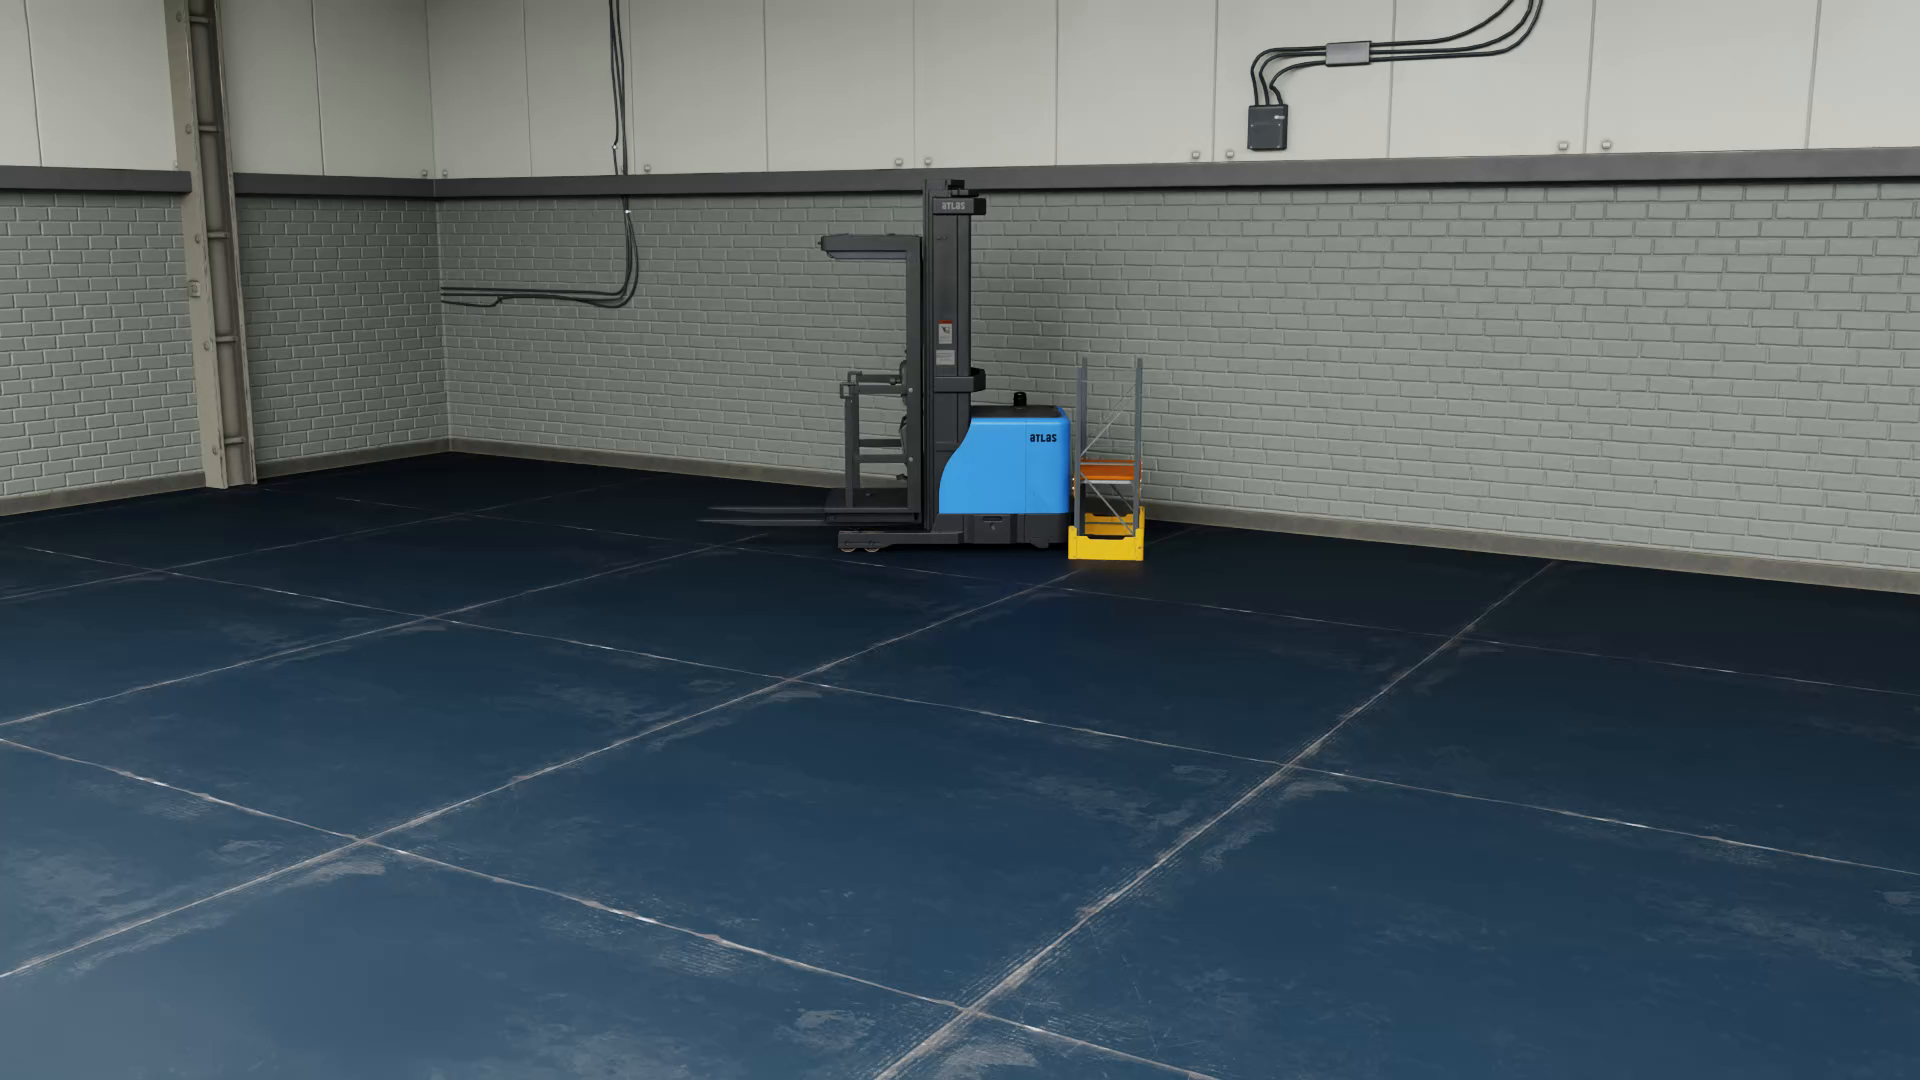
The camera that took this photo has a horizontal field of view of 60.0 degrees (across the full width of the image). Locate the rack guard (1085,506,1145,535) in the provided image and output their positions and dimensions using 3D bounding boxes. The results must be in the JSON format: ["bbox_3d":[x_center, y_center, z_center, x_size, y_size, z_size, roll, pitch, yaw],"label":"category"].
[{"bbox_3d":[1.261,-0.158,14.031,0.587,0.250,0.087,1,11,7],"label":"rack guard"}]

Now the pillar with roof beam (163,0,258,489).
[{"bbox_3d":[-3.706,-4.570,13.825,9.100,9.000,0.400,6,12,31],"label":"pillar with roof beam"}]

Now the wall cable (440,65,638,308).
[{"bbox_3d":[-4.726,-3.792,18.107,3.097,2.526,0.112,6,12,31],"label":"wall cable"}]

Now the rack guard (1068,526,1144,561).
[{"bbox_3d":[1.146,0.025,13.058,0.587,0.250,0.087,1,11,7],"label":"rack guard"}]

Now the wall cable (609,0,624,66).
[{"bbox_3d":[-2.413,-6.016,16.262,3.097,2.526,0.112,6,12,31],"label":"wall cable"}]

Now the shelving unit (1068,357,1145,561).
[{"bbox_3d":[1.204,-0.681,13.430,0.587,1.500,1.083,1,11,7],"label":"shelving unit"}]

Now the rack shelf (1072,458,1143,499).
[{"bbox_3d":[1.205,-0.506,13.472,0.538,0.185,1.000,1,11,7],"label":"rack shelf"}]

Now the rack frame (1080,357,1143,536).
[{"bbox_3d":[1.264,-0.775,13.935,0.500,1.500,0.032,1,11,7],"label":"rack frame"}]

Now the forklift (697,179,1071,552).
[{"bbox_3d":[-0.623,-1.440,13.596,3.031,2.935,1.130,0,11,0],"label":"forklift"}]

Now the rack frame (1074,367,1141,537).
[{"bbox_3d":[1.146,-0.590,12.942,0.500,1.500,0.032,1,11,7],"label":"rack frame"}]

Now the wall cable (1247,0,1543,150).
[{"bbox_3d":[3.380,-6.080,12.651,2.305,6.003,0.169,6,12,31],"label":"wall cable"}]
